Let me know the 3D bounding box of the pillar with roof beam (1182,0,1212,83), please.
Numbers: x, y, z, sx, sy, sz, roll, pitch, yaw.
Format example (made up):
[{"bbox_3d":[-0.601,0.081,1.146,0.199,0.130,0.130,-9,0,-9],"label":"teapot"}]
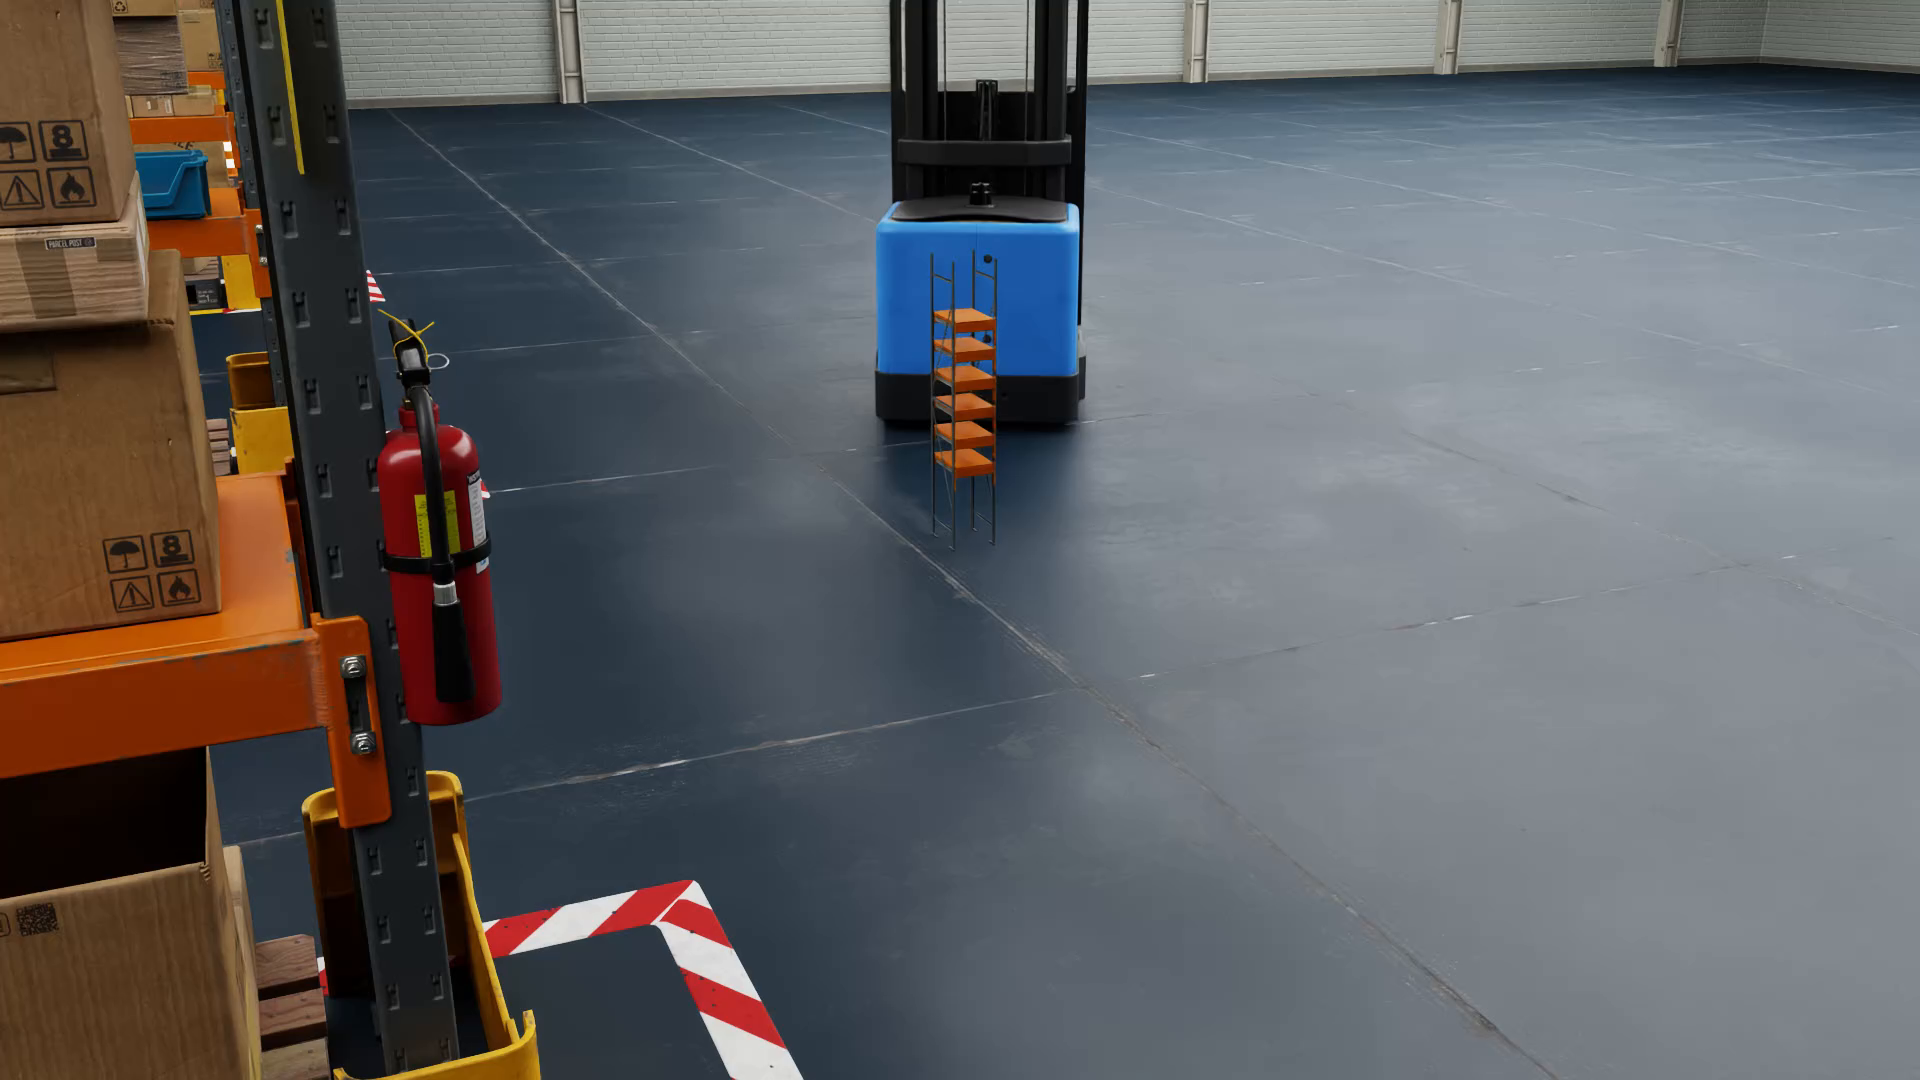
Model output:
[{"bbox_3d":[6.263,-11.822,27.048,0.400,9.000,9.100,-8,21,-22],"label":"pillar with roof beam"}]

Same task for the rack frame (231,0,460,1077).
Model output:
[{"bbox_3d":[-1.158,-0.197,3.066,0.127,3.000,1.000,-8,21,-22],"label":"rack frame"}]

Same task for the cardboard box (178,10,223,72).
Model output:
[{"bbox_3d":[-7.273,-4.753,15.777,0.550,0.550,0.875,-8,21,-22],"label":"cardboard box"}]

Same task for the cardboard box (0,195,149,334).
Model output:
[{"bbox_3d":[-1.434,-0.442,2.633,0.250,0.149,0.380,-9,21,-23],"label":"cardboard box"}]

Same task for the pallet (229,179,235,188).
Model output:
[{"bbox_3d":[-7.654,-3.300,16.077,1.213,0.211,1.003,-8,21,-22],"label":"pallet"}]

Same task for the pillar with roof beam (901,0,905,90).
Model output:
[{"bbox_3d":[0.754,-11.033,24.806,0.400,9.000,9.100,-8,21,-22],"label":"pillar with roof beam"}]

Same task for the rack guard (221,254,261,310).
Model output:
[{"bbox_3d":[-5.149,-2.030,12.033,0.348,0.500,1.175,-8,21,-22],"label":"rack guard"}]

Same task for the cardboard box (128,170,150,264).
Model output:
[{"bbox_3d":[-1.604,-0.564,2.981,0.250,0.149,0.380,-8,21,-22],"label":"cardboard box"}]

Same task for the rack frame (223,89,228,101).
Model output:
[{"bbox_3d":[-9.004,-6.241,20.230,0.127,3.000,1.000,-8,21,-22],"label":"rack frame"}]

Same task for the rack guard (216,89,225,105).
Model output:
[{"bbox_3d":[-10.952,-6.578,24.951,0.348,0.500,1.175,-8,21,-22],"label":"rack guard"}]

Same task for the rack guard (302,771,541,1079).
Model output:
[{"bbox_3d":[-1.136,0.979,3.490,0.348,0.500,1.175,-8,21,-22],"label":"rack guard"}]

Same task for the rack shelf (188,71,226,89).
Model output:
[{"bbox_3d":[-8.787,-4.142,15.352,4.000,0.370,1.077,-8,21,-22],"label":"rack shelf"}]

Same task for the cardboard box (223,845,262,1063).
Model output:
[{"bbox_3d":[-1.739,0.904,3.445,0.500,0.250,0.500,-8,21,-22],"label":"cardboard box"}]

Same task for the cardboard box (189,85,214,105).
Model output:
[{"bbox_3d":[-5.435,-3.135,11.788,0.250,0.149,0.380,-8,21,-22],"label":"cardboard box"}]

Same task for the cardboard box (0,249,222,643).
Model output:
[{"bbox_3d":[-1.592,-0.187,2.886,0.500,0.500,0.700,-8,21,-22],"label":"cardboard box"}]

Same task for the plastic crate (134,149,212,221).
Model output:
[{"bbox_3d":[-3.458,-1.481,6.936,0.616,0.251,0.499,-8,21,-22],"label":"plastic crate"}]

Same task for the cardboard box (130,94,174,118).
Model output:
[{"bbox_3d":[-5.489,-2.967,11.310,0.250,0.149,0.380,-8,21,-22],"label":"cardboard box"}]

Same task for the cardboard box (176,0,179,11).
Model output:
[{"bbox_3d":[-5.692,-3.888,11.445,0.500,0.500,0.500,-8,21,-22],"label":"cardboard box"}]

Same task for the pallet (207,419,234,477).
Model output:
[{"bbox_3d":[-3.916,-0.263,7.452,1.213,0.211,1.003,-8,21,-22],"label":"pallet"}]

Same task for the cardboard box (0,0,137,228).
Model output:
[{"bbox_3d":[-1.641,-0.792,2.650,0.500,0.500,0.700,-8,21,-22],"label":"cardboard box"}]

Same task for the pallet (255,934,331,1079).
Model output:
[{"bbox_3d":[-1.844,1.231,3.207,1.213,0.211,1.003,-8,21,-22],"label":"pallet"}]

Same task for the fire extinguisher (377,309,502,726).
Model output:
[{"bbox_3d":[-0.866,-0.035,2.720,0.183,0.674,0.296,-8,21,-22],"label":"fire extinguisher"}]

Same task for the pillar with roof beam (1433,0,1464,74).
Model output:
[{"bbox_3d":[11.772,-12.611,29.290,0.400,9.000,9.100,-8,21,-22],"label":"pillar with roof beam"}]

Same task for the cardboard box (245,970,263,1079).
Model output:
[{"bbox_3d":[-1.534,1.062,2.996,0.500,0.250,0.500,-8,21,-22],"label":"cardboard box"}]

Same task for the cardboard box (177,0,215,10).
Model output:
[{"bbox_3d":[-7.307,-5.288,15.671,0.550,0.550,0.875,-8,21,-22],"label":"cardboard box"}]

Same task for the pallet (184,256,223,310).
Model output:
[{"bbox_3d":[-5.909,-1.797,11.809,1.213,0.211,1.003,-8,21,-22],"label":"pallet"}]

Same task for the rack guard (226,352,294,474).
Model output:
[{"bbox_3d":[-3.168,-0.505,7.703,0.348,0.500,1.175,-8,21,-22],"label":"rack guard"}]

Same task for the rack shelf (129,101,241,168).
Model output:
[{"bbox_3d":[-6.915,-2.616,11.019,4.000,0.370,1.077,-8,21,-22],"label":"rack shelf"}]

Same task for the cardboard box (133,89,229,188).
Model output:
[{"bbox_3d":[-7.547,-3.831,15.953,0.875,0.875,0.875,-8,21,-22],"label":"cardboard box"}]

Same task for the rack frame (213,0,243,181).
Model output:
[{"bbox_3d":[-5.079,-3.219,11.647,0.127,3.000,1.000,-8,21,-22],"label":"rack frame"}]

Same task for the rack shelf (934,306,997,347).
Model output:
[{"bbox_3d":[0.013,-0.866,6.723,0.180,0.103,0.258,-8,21,-22],"label":"rack shelf"}]

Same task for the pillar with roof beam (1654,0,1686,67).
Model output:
[{"bbox_3d":[17.281,-13.401,31.531,0.400,9.000,9.100,-8,21,-22],"label":"pillar with roof beam"}]

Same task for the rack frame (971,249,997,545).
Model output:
[{"bbox_3d":[0.097,-0.580,6.862,0.006,1.200,0.240,-8,21,-22],"label":"rack frame"}]

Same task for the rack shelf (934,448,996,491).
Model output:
[{"bbox_3d":[0.013,-0.300,6.923,0.180,0.103,0.258,-8,21,-22],"label":"rack shelf"}]

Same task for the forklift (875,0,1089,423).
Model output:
[{"bbox_3d":[0.175,-2.426,9.499,1.130,2.935,3.031,1,19,3],"label":"forklift"}]

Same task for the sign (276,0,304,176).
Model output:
[{"bbox_3d":[-0.956,-0.688,2.359,0.005,0.325,0.100,-8,21,-22],"label":"sign"}]

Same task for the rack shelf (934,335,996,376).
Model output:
[{"bbox_3d":[0.013,-0.752,6.763,0.180,0.103,0.258,-8,21,-22],"label":"rack shelf"}]

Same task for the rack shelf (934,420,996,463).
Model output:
[{"bbox_3d":[0.013,-0.413,6.883,0.180,0.103,0.258,-8,21,-22],"label":"rack shelf"}]

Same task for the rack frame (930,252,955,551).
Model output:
[{"bbox_3d":[-0.071,-0.556,6.794,0.006,1.200,0.240,-8,21,-22],"label":"rack frame"}]

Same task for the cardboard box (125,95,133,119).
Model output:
[{"bbox_3d":[-5.698,-2.918,11.172,0.250,0.149,0.380,-8,21,-22],"label":"cardboard box"}]

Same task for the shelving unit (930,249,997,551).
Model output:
[{"bbox_3d":[0.013,-0.568,6.828,0.189,1.200,0.258,-8,21,-22],"label":"shelving unit"}]

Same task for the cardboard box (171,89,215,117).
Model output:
[{"bbox_3d":[-5.259,-3.000,11.403,0.250,0.149,0.380,-8,21,-22],"label":"cardboard box"}]

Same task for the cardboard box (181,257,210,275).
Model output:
[{"bbox_3d":[-5.659,-2.161,11.773,0.500,0.500,0.500,-4,20,-12],"label":"cardboard box"}]

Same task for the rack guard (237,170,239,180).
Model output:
[{"bbox_3d":[-6.929,-3.569,16.404,0.348,0.500,1.175,-8,21,-22],"label":"rack guard"}]

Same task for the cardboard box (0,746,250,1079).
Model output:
[{"bbox_3d":[-1.533,0.709,2.870,0.500,0.500,0.500,-8,21,-22],"label":"cardboard box"}]

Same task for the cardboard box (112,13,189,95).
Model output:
[{"bbox_3d":[-5.595,-3.342,11.399,0.500,0.500,0.875,-8,21,-22],"label":"cardboard box"}]

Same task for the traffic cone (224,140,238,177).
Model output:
[{"bbox_3d":[-8.136,-4.300,18.539,0.334,0.463,0.336,-8,21,-22],"label":"traffic cone"}]

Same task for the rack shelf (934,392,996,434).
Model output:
[{"bbox_3d":[0.013,-0.526,6.843,0.180,0.103,0.258,-8,21,-22],"label":"rack shelf"}]

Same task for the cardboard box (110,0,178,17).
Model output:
[{"bbox_3d":[-5.486,-3.730,10.995,0.500,0.500,0.500,-8,21,-22],"label":"cardboard box"}]

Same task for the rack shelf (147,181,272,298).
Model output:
[{"bbox_3d":[-4.953,-1.106,6.729,4.000,0.370,1.077,-8,21,-22],"label":"rack shelf"}]

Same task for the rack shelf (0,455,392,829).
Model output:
[{"bbox_3d":[-2.995,0.405,2.438,4.000,0.370,1.077,-8,21,-22],"label":"rack shelf"}]

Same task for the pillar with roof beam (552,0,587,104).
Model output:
[{"bbox_3d":[-4.756,-10.243,22.565,0.400,9.000,9.100,-8,21,-22],"label":"pillar with roof beam"}]

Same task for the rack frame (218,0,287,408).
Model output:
[{"bbox_3d":[-3.117,-1.708,7.357,0.127,3.000,1.000,-8,21,-22],"label":"rack frame"}]

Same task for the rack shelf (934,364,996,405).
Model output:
[{"bbox_3d":[0.013,-0.639,6.803,0.180,0.103,0.258,-8,21,-22],"label":"rack shelf"}]
